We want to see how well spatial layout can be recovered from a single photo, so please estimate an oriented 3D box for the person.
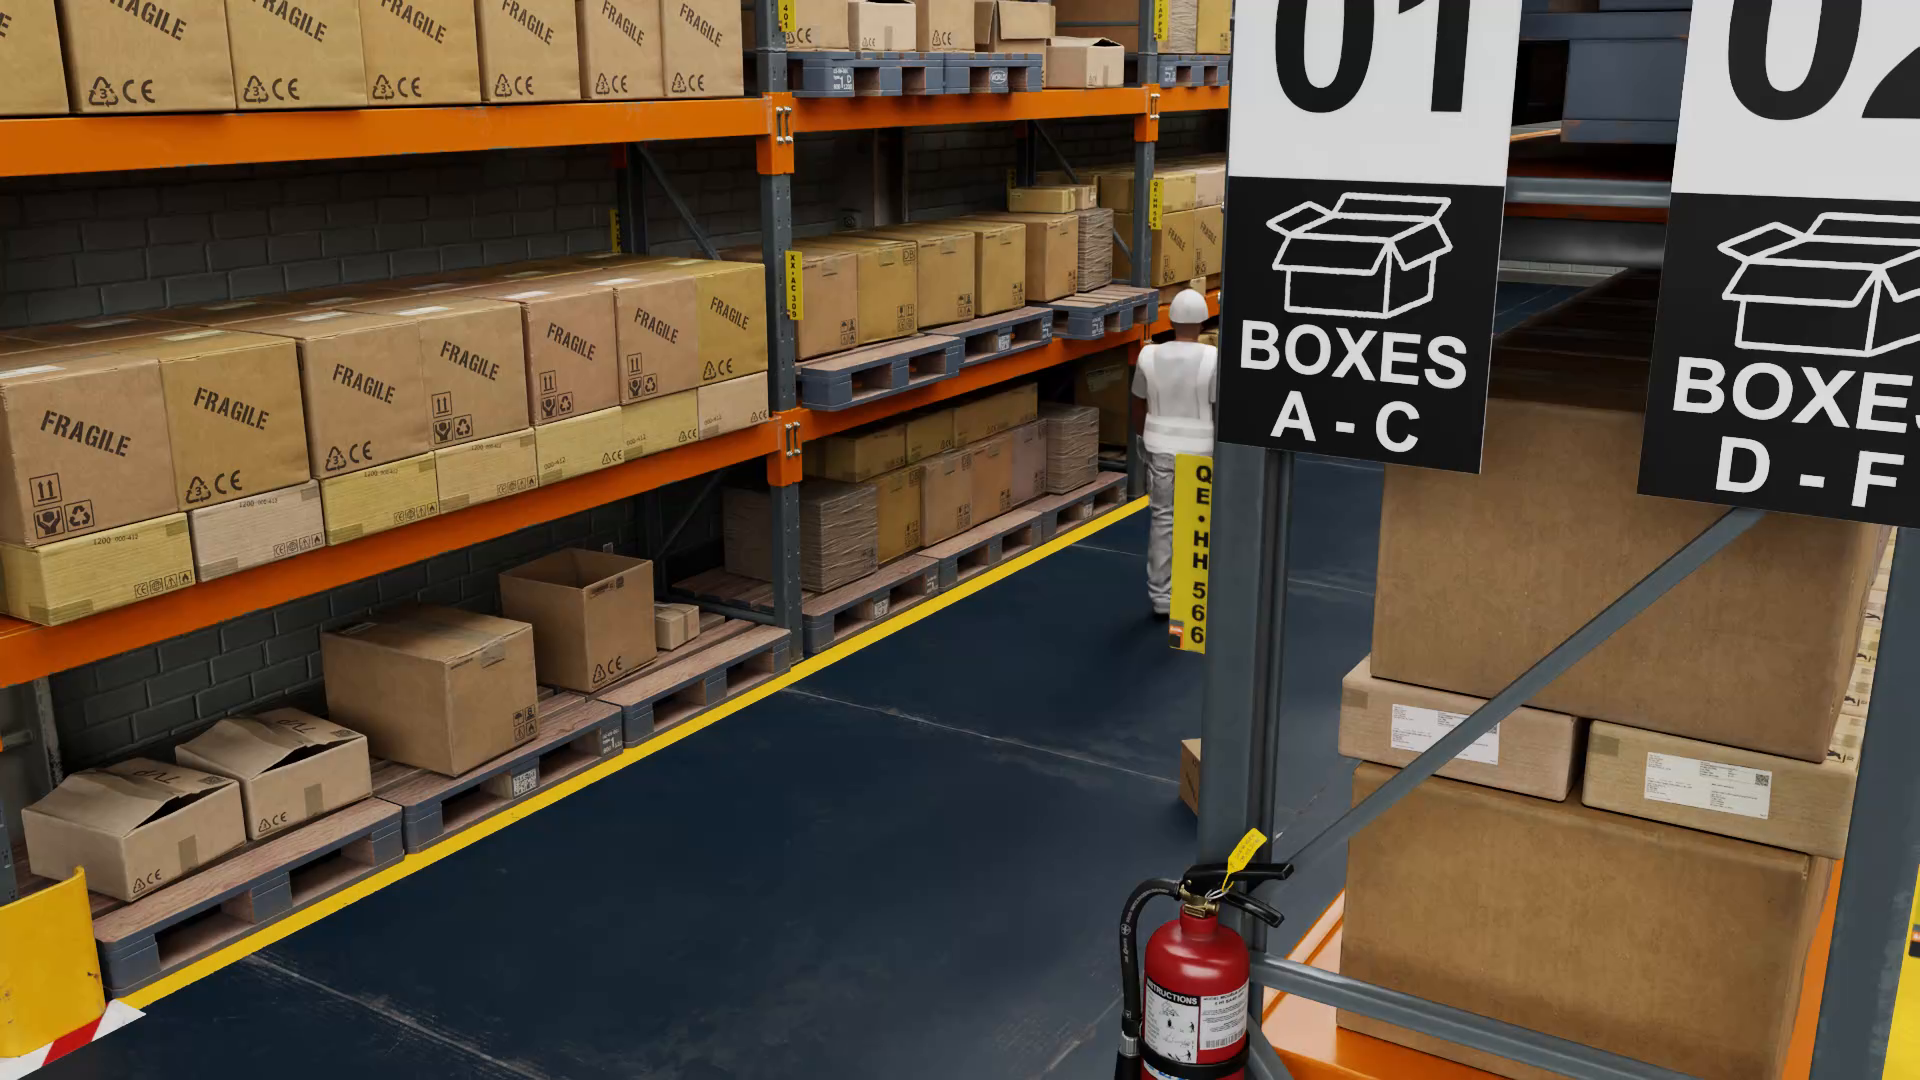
[{"bbox_3d":[1.249,-0.492,9.228,0.603,1.818,0.756,5,17,17],"label":"person"}]
